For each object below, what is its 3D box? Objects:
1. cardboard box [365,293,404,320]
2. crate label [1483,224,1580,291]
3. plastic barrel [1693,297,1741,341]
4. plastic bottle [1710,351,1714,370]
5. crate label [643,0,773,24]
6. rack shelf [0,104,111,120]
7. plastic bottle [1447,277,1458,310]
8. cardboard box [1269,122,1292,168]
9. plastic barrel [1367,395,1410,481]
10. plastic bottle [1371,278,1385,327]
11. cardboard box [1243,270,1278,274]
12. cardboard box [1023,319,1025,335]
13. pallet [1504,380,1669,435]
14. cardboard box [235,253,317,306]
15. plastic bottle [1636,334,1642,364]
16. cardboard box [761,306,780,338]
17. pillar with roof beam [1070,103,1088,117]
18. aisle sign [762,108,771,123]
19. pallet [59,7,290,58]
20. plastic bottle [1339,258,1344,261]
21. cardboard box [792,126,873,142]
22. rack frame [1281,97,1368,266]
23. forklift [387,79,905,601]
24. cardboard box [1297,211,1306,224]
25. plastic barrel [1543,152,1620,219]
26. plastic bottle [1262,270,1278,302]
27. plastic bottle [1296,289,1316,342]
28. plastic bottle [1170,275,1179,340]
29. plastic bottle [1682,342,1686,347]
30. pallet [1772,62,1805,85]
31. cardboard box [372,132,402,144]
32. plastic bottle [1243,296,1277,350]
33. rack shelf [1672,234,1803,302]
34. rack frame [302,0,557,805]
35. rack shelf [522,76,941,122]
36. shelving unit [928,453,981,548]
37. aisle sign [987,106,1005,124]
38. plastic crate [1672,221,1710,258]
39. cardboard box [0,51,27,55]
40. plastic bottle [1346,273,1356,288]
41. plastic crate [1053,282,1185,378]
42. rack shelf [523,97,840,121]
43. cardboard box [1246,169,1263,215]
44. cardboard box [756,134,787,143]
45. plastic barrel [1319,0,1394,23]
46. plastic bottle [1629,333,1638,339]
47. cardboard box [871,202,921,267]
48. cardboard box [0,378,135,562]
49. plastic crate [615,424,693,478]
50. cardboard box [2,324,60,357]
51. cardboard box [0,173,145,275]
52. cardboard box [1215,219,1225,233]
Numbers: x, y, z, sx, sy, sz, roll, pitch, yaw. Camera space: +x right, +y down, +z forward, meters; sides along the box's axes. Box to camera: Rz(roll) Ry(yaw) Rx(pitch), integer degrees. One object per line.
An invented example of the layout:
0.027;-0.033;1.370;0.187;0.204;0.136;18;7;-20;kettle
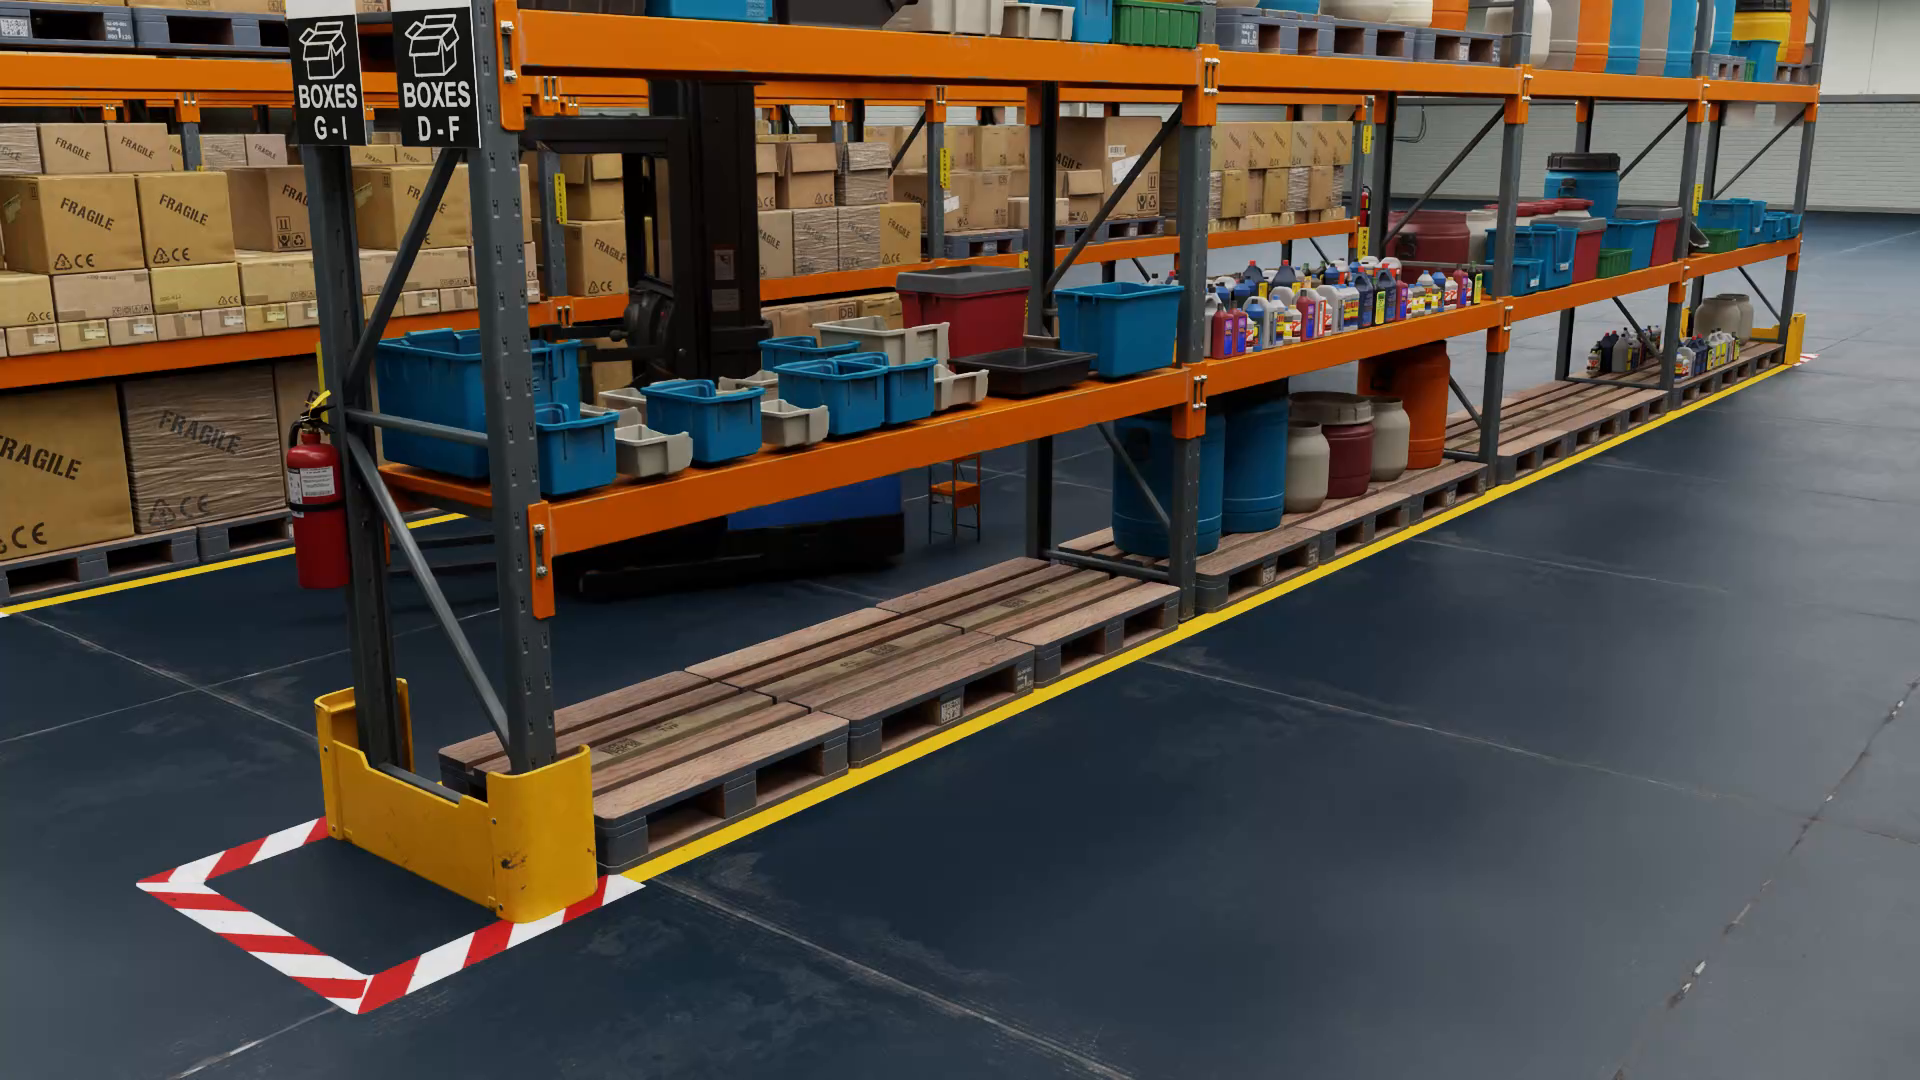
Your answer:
-3.658;-1.458;10.279;0.380;0.149;0.250;12;18;39;cardboard box
4.127;-2.051;12.031;0.502;0.435;0.616;11;18;38;crate label
7.651;-2.181;16.816;0.421;0.512;0.421;0;14;0;plastic barrel
6.951;-1.685;15.454;0.097;0.201;0.097;0;14;0;plastic bottle
-0.905;-1.861;5.568;0.408;0.251;0.502;11;18;38;crate label
-13.388;-5.675;21.738;1.077;0.370;4.000;11;18;38;rack shelf
3.138;-1.582;10.661;0.097;0.201;0.097;0;14;0;plastic bottle
3.368;-4.431;18.634;0.500;0.500;0.500;11;18;38;cardboard box
2.713;-0.665;10.847;0.421;0.512;0.421;0;14;0;plastic barrel
2.451;-1.405;9.799;0.061;0.283;0.133;11;18;38;plastic bottle
3.713;-2.939;19.823;0.500;0.500;0.500;-10;17;-35;cardboard box
0.184;-1.893;15.665;0.700;0.500;0.500;9;17;33;cardboard box
5.343;-1.143;14.194;1.003;0.211;1.213;11;18;38;pallet
-4.113;-1.538;9.786;0.500;0.250;0.500;11;18;36;cardboard box
6.406;-1.803;15.753;0.061;0.283;0.133;11;18;38;plastic bottle
-2.127;-1.356;12.832;1.225;0.875;0.875;10;18;36;cardboard box
6.420;-12.179;39.790;9.100;9.000;0.400;11;18;38;pillar with roof beam
-2.976;-6.944;26.086;0.394;0.787;0.004;11;18;38;aisle sign
-4.364;-2.909;9.569;1.003;0.211;1.213;11;18;38;pallet
2.527;-1.740;11.116;0.061;0.283;0.133;11;18;38;plastic bottle
-1.582;-4.866;20.687;0.875;0.550;0.550;11;18;38;cardboard box
4.468;-4.184;20.499;1.000;3.000;0.127;11;18;38;rack frame
-1.883;-1.242;9.058;3.031;2.935;1.130;-6;15;-23;forklift
3.816;-3.785;19.440;0.380;0.149;0.250;11;18;38;cardboard box
5.328;-2.867;14.298;0.600;0.901;0.708;11;18;38;plastic barrel
1.897;-1.527;10.292;0.152;0.276;0.135;11;18;38;plastic bottle
1.899;-1.237;9.136;0.061;0.283;0.133;11;18;38;plastic bottle
1.214;-1.300;9.246;0.144;0.351;0.185;11;18;38;plastic bottle
6.634;-1.679;15.287;0.097;0.271;0.097;0;14;0;plastic bottle
7.724;-4.636;16.572;1.003;0.211;1.213;11;18;38;pallet
-7.459;-5.253;21.730;0.380;0.149;0.250;10;17;35;cardboard box
1.595;-1.159;8.844;0.152;0.276;0.135;11;18;38;plastic bottle
7.063;-2.686;16.063;1.077;0.370;4.000;11;18;38;rack shelf
-1.736;-0.353;5.421;1.000;3.000;0.127;11;18;38;rack frame
-1.817;-3.374;12.680;1.077;0.370;4.000;11;18;38;rack shelf
-0.034;-0.499;9.953;0.215;1.050;0.252;11;18;38;shelving unit
0.485;-6.291;23.513;0.394;0.787;0.004;11;18;38;aisle sign
6.234;-2.702;14.792;0.767;0.338;0.504;11;18;38;plastic crate
-7.609;-3.727;12.913;0.500;0.250;0.500;11;18;37;cardboard box
2.587;-1.652;10.936;0.097;0.201;0.097;0;14;0;plastic bottle
0.750;-0.998;7.871;0.392;0.384;0.575;11;18;38;plastic crate
-3.098;-4.927;18.793;1.077;0.370;4.000;11;18;38;rack shelf
2.862;-3.889;18.530;0.875;0.500;0.500;11;18;38;cardboard box
-2.470;-4.543;19.679;0.700;0.500;0.500;11;18;37;cardboard box
2.295;-3.246;9.585;0.433;0.535;0.433;0;14;0;plastic barrel
6.416;-1.841;15.917;0.152;0.276;0.135;12;18;39;plastic bottle
-0.678;-2.567;13.933;0.500;0.500;0.500;12;19;39;cardboard box
-5.248;-0.428;9.179;0.875;0.875;0.875;11;18;38;cardboard box
-1.059;-0.299;5.623;0.250;0.136;0.298;11;18;38;plastic crate
-4.948;-1.064;8.729;0.380;0.149;0.250;11;18;37;cardboard box
-4.762;-1.700;8.901;0.500;0.500;0.500;11;18;36;cardboard box
2.626;-3.389;17.880;0.380;0.149;0.250;11;18;38;cardboard box
